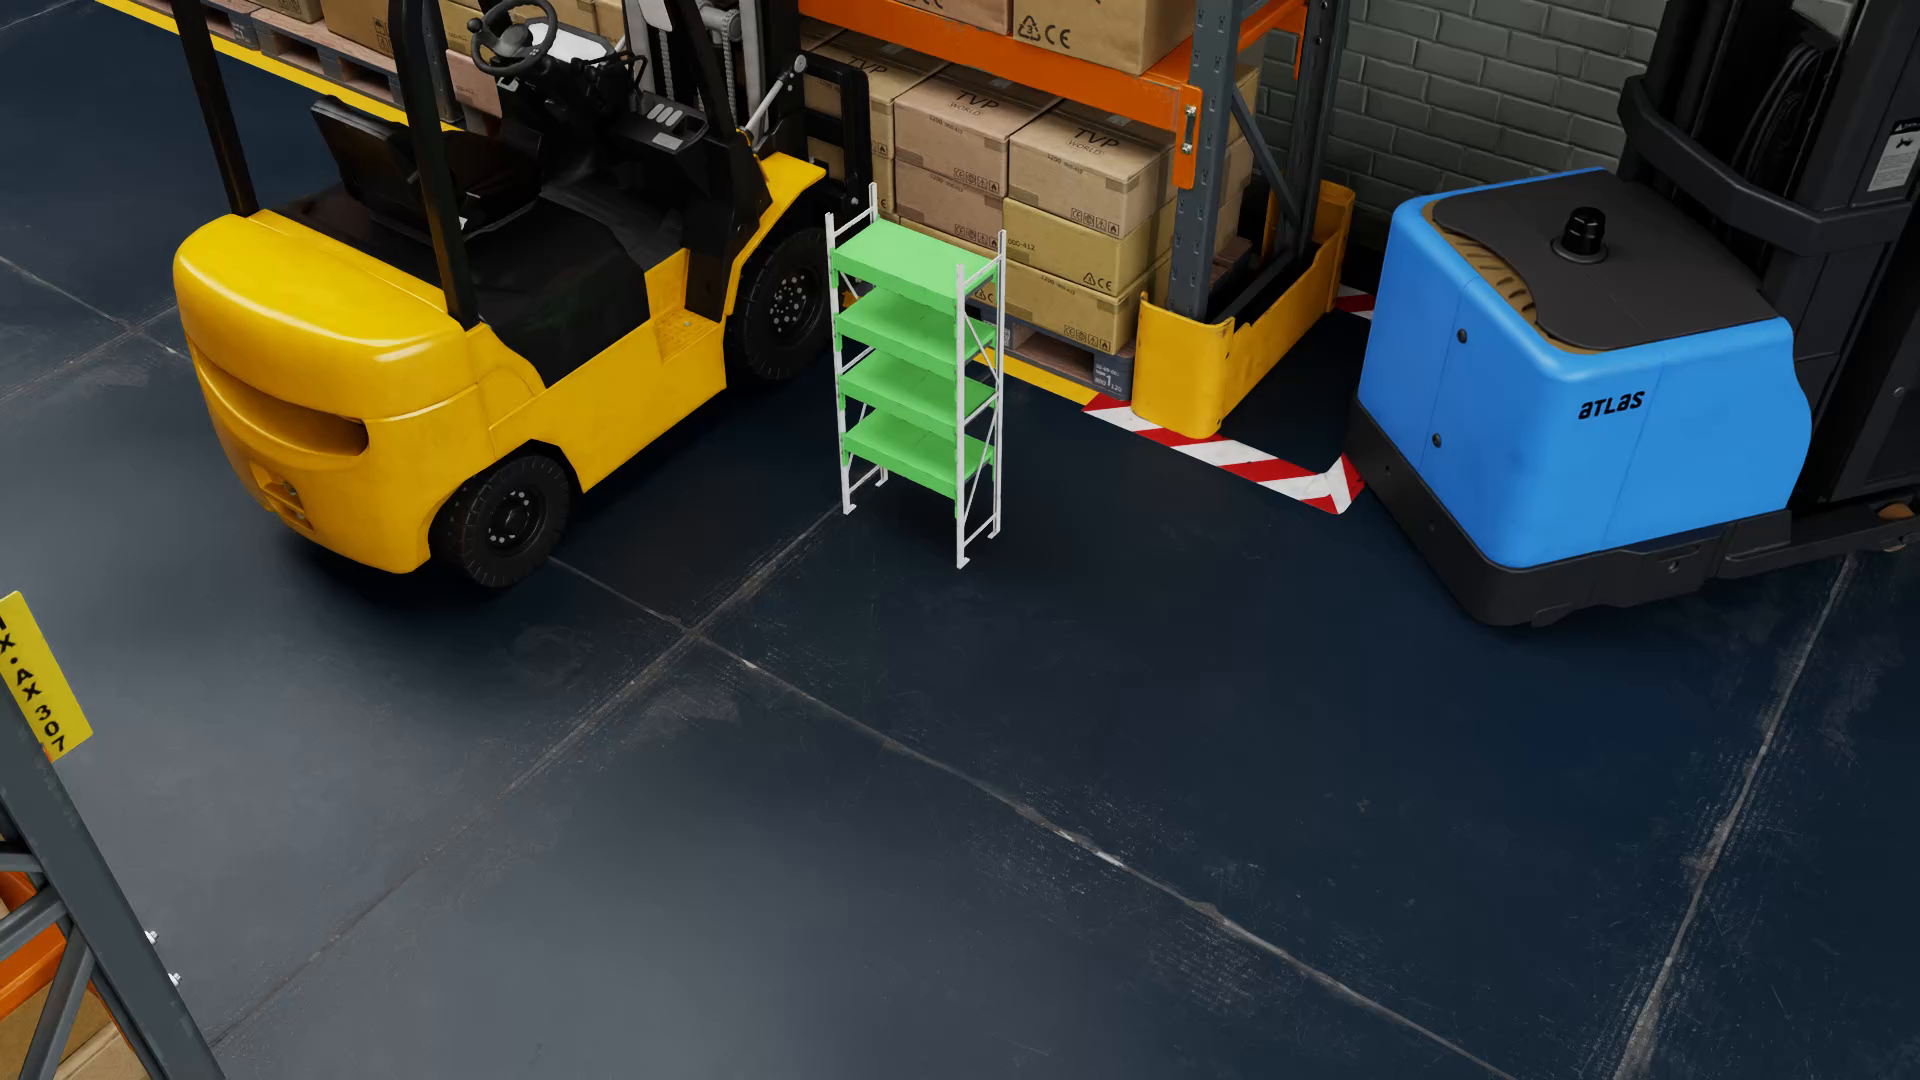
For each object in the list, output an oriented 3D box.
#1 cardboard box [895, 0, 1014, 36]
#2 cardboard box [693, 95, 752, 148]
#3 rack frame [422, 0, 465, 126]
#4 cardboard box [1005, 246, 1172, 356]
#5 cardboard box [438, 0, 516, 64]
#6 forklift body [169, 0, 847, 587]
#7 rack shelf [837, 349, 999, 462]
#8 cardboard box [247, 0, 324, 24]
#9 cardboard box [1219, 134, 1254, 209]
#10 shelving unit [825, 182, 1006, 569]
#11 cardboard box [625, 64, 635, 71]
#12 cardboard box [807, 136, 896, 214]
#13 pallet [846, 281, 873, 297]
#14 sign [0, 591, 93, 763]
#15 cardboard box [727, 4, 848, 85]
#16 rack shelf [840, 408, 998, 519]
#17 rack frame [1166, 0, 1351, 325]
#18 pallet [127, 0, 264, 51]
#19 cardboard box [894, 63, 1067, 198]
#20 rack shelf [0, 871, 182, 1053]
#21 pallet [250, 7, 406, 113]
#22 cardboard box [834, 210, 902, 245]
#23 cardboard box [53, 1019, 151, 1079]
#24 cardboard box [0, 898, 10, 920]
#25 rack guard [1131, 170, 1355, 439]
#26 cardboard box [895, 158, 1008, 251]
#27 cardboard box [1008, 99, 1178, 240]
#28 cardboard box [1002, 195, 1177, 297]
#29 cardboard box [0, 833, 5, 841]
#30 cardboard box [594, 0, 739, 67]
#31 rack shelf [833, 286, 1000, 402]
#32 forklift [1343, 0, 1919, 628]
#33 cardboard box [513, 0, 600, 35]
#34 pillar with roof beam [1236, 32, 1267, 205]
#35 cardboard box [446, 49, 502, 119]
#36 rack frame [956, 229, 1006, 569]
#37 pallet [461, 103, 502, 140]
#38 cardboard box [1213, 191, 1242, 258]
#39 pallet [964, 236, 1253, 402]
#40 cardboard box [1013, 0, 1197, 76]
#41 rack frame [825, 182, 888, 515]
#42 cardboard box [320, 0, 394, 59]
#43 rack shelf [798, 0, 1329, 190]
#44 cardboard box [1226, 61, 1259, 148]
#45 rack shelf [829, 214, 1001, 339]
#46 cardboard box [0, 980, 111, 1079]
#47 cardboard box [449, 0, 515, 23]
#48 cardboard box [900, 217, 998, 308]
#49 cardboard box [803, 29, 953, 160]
[{"bbox_3d":[0.105,-2.154,5.833,0.500,0.500,0.500,27,48,27],"label":"cardboard box"},{"bbox_3d":[-0.746,-1.780,6.861,0.500,0.250,0.500,25,47,25],"label":"cardboard box"},{"bbox_3d":[-2.196,-3.400,7.300,0.127,3.000,1.000,25,48,25],"label":"rack frame"},{"bbox_3d":[0.512,-1.007,6.373,0.500,0.250,0.500,25,48,26],"label":"cardboard box"},{"bbox_3d":[-1.978,-2.364,7.515,0.500,0.250,0.500,25,47,25],"label":"cardboard box"},{"bbox_3d":[-1.521,-1.282,5.570,1.214,2.155,2.313,25,48,25],"label":"forklift body"},{"bbox_3d":[-0.136,-0.463,5.463,0.480,0.148,0.258,25,48,25],"label":"rack shelf"},{"bbox_3d":[-3.261,-3.166,8.505,0.625,0.625,0.875,25,47,25],"label":"cardboard box"},{"bbox_3d":[0.813,-1.480,6.526,0.500,0.250,0.500,26,48,26],"label":"cardboard box"},{"bbox_3d":[-0.136,-0.511,5.421,0.503,1.200,0.258,25,48,25],"label":"shelving unit"},{"bbox_3d":[-1.159,-1.973,7.078,0.500,0.250,0.500,25,47,25],"label":"cardboard box"},{"bbox_3d":[-0.339,-1.586,6.645,0.500,0.250,0.500,24,47,24],"label":"cardboard box"},{"bbox_3d":[-0.566,-1.566,7.342,1.213,0.211,1.003,25,48,25],"label":"pallet"},{"bbox_3d":[-1.457,0.224,2.601,0.005,0.325,0.100,25,48,25],"label":"sign"},{"bbox_3d":[-0.728,-1.957,6.685,0.500,0.250,0.500,24,47,25],"label":"cardboard box"},{"bbox_3d":[-0.136,-0.284,5.623,0.480,0.148,0.258,25,48,25],"label":"rack shelf"},{"bbox_3d":[1.079,-1.868,5.588,0.127,3.000,1.000,25,48,25],"label":"rack frame"},{"bbox_3d":[-3.825,-3.088,9.043,1.213,0.211,1.003,25,48,25],"label":"pallet"},{"bbox_3d":[0.101,-1.571,6.253,0.500,0.250,0.500,26,48,26],"label":"cardboard box"},{"bbox_3d":[-3.406,0.346,3.654,4.000,0.370,1.077,25,48,25],"label":"rack shelf"},{"bbox_3d":[-2.822,-2.621,8.521,1.213,0.211,1.003,25,48,25],"label":"pallet"},{"bbox_3d":[-0.294,-1.399,6.811,0.500,0.250,0.500,26,48,26],"label":"cardboard box"},{"bbox_3d":[-2.270,1.252,3.849,0.500,0.250,0.500,25,47,25],"label":"cardboard box"},{"bbox_3d":[-1.928,0.694,2.914,0.250,0.149,0.380,25,48,25],"label":"cardboard box"},{"bbox_3d":[1.098,-0.927,6.411,0.348,0.500,1.175,25,48,25],"label":"rack guard"},{"bbox_3d":[0.096,-1.400,6.437,0.500,0.250,0.500,25,47,25],"label":"cardboard box"},{"bbox_3d":[0.523,-1.379,6.038,0.500,0.250,0.500,27,48,27],"label":"cardboard box"},{"bbox_3d":[0.501,-1.202,6.216,0.500,0.250,0.500,24,47,25],"label":"cardboard box"},{"bbox_3d":[-1.997,0.362,2.797,0.500,0.500,0.500,24,47,25],"label":"cardboard box"},{"bbox_3d":[-1.154,-2.162,6.914,0.500,0.250,0.500,27,48,27],"label":"cardboard box"},{"bbox_3d":[-0.136,-0.642,5.303,0.480,0.148,0.258,25,48,25],"label":"rack shelf"},{"bbox_3d":[2.958,-1.378,5.092,3.031,2.935,1.130,-12,43,-13],"label":"forklift"},{"bbox_3d":[-1.568,-2.346,7.120,0.500,0.250,0.500,25,48,25],"label":"cardboard box"},{"bbox_3d":[-1.446,-2.512,1.809,0.400,9.000,9.100,25,48,25],"label":"pillar with roof beam"},{"bbox_3d":[-1.990,-2.165,7.668,0.500,0.250,0.500,26,48,26],"label":"cardboard box"},{"bbox_3d":[0.064,-0.417,5.316,0.015,1.200,0.240,25,48,25],"label":"rack frame"},{"bbox_3d":[-1.569,-2.033,7.864,1.213,0.211,1.003,25,48,25],"label":"pallet"},{"bbox_3d":[0.789,-1.295,6.695,0.500,0.250,0.500,25,48,25],"label":"cardboard box"},{"bbox_3d":[0.428,-1.099,6.820,1.213,0.211,1.003,25,48,25],"label":"pallet"},{"bbox_3d":[0.525,-1.950,5.605,0.500,0.500,0.500,24,47,24],"label":"cardboard box"},{"bbox_3d":[-0.335,-0.604,5.525,0.015,1.200,0.240,25,48,25],"label":"rack frame"},{"bbox_3d":[-2.630,-2.865,8.168,0.625,0.625,0.875,27,48,27],"label":"cardboard box"},{"bbox_3d":[-0.559,-2.366,6.684,4.000,0.370,1.077,25,48,25],"label":"rack shelf"},{"bbox_3d":[0.794,-1.660,6.353,0.500,0.250,0.500,24,47,25],"label":"cardboard box"},{"bbox_3d":[-0.136,-0.821,5.143,0.480,0.148,0.258,25,48,25],"label":"rack shelf"},{"bbox_3d":[-2.290,0.963,3.609,0.500,0.500,0.500,24,47,24],"label":"cardboard box"},{"bbox_3d":[-1.980,-2.547,7.345,0.500,0.250,0.500,24,47,25],"label":"cardboard box"},{"bbox_3d":[0.111,-1.203,6.592,0.500,0.250,0.500,25,48,25],"label":"cardboard box"},{"bbox_3d":[-0.318,-1.759,6.463,0.500,0.250,0.500,26,48,26],"label":"cardboard box"}]
